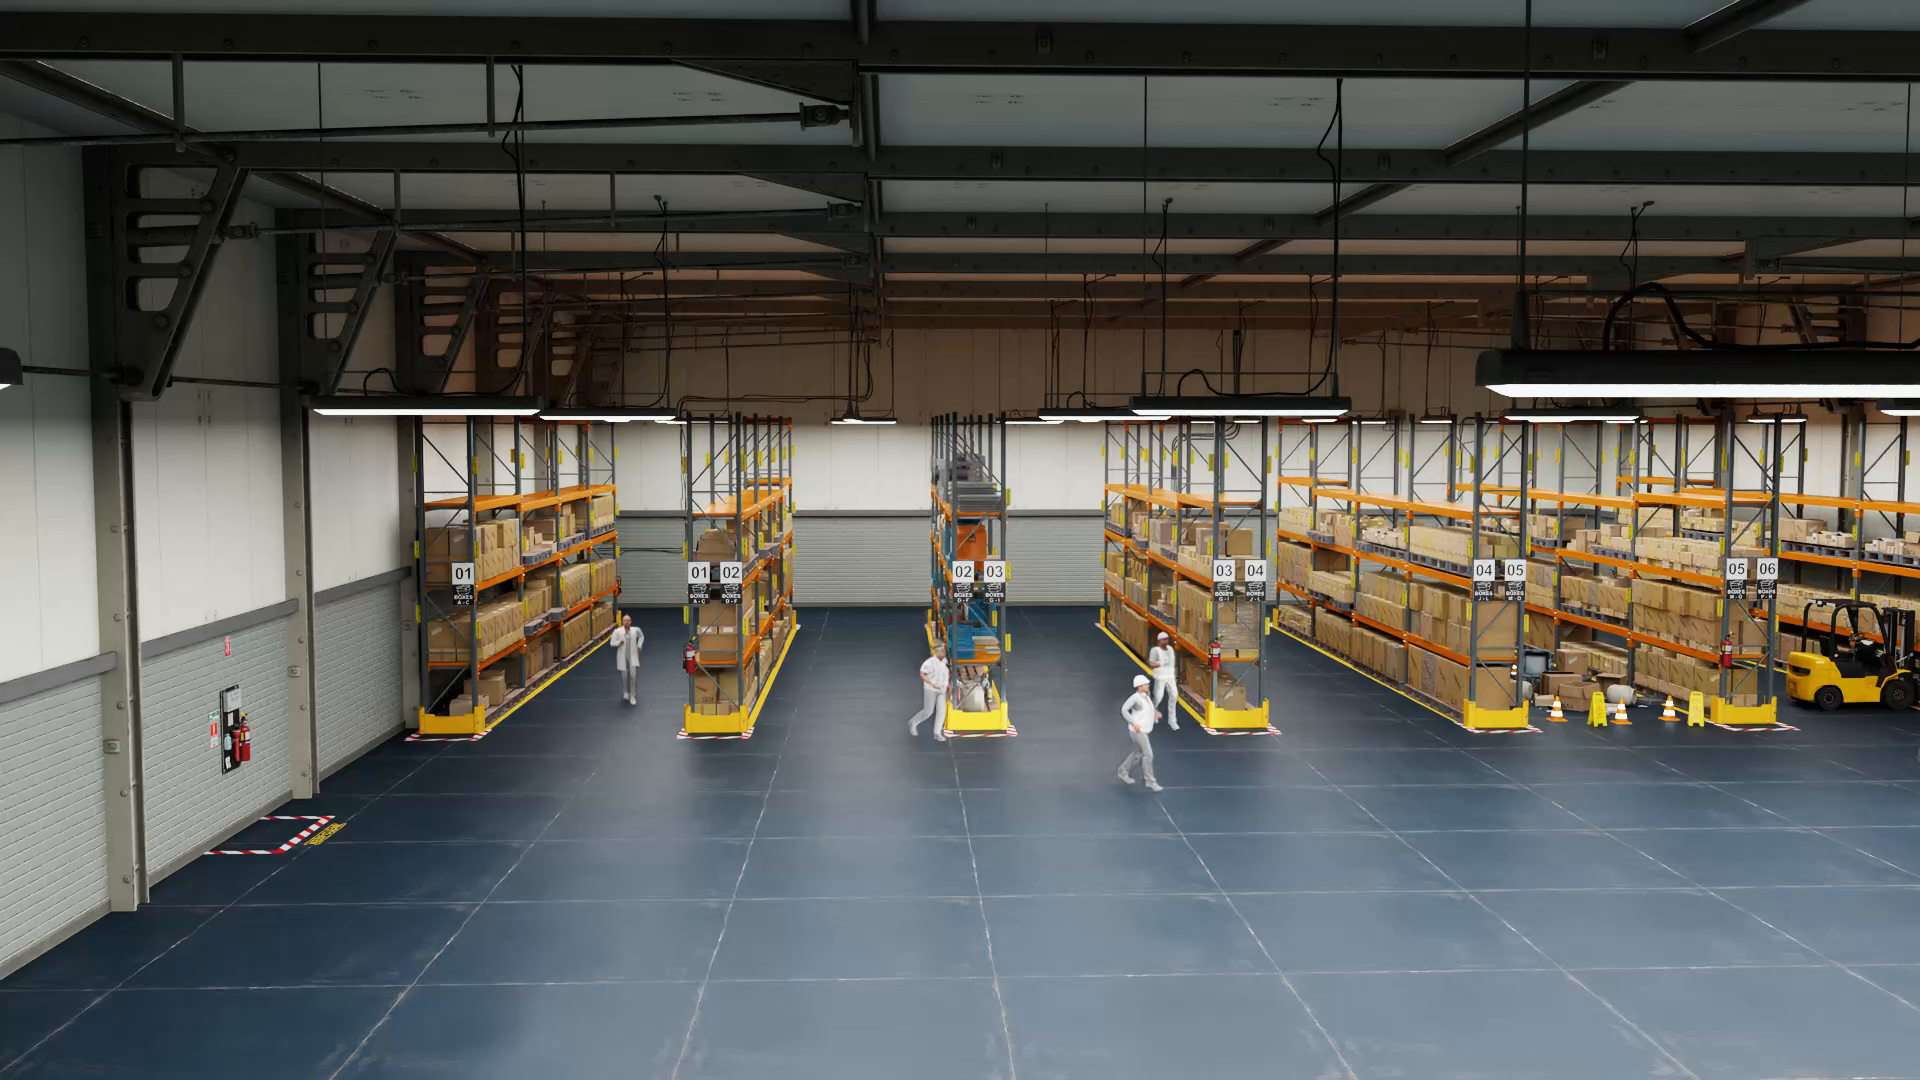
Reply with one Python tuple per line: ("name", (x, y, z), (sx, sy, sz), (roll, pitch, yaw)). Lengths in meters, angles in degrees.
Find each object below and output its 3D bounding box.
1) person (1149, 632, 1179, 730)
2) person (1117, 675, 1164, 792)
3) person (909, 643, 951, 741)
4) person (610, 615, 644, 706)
("person", (3.869, 2.660, 31.628), (0.666, 1.824, 0.813), (-2, 4, -25))
("person", (2.860, 3.032, 26.297), (0.811, 1.800, 0.652), (2, 4, 24))
("person", (-0.428, 2.773, 30.600), (0.746, 1.754, 0.795), (-4, 5, -44))
("person", (-6.905, 2.479, 34.520), (0.692, 1.841, 0.842), (-1, 4, -12))
